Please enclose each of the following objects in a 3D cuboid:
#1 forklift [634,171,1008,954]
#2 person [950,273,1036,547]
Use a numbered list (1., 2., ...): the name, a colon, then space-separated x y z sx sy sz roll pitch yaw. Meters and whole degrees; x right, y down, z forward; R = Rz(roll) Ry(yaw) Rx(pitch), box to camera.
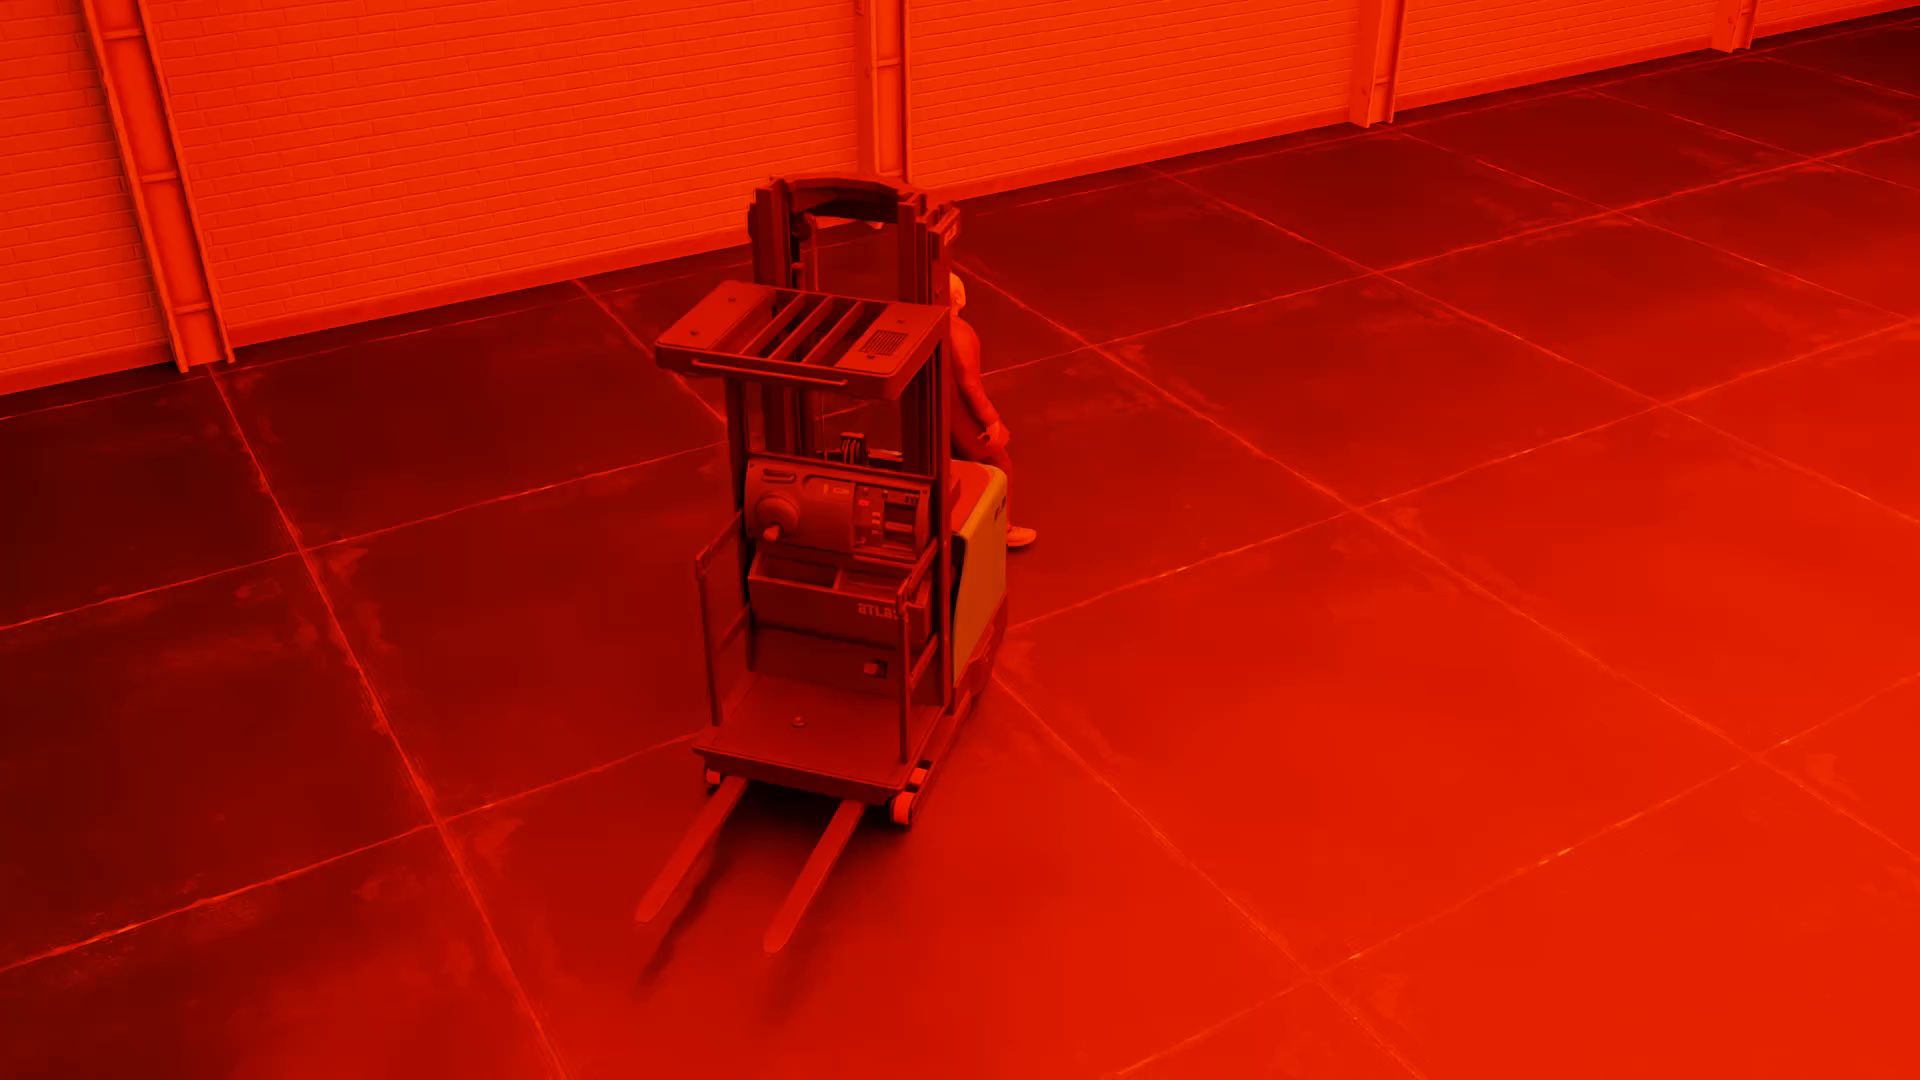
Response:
1. forklift: -0.655 -0.089 7.796 1.130 2.935 3.031 9 32 15
2. person: 0.081 -0.792 10.078 0.580 1.777 0.698 -17 35 -26
